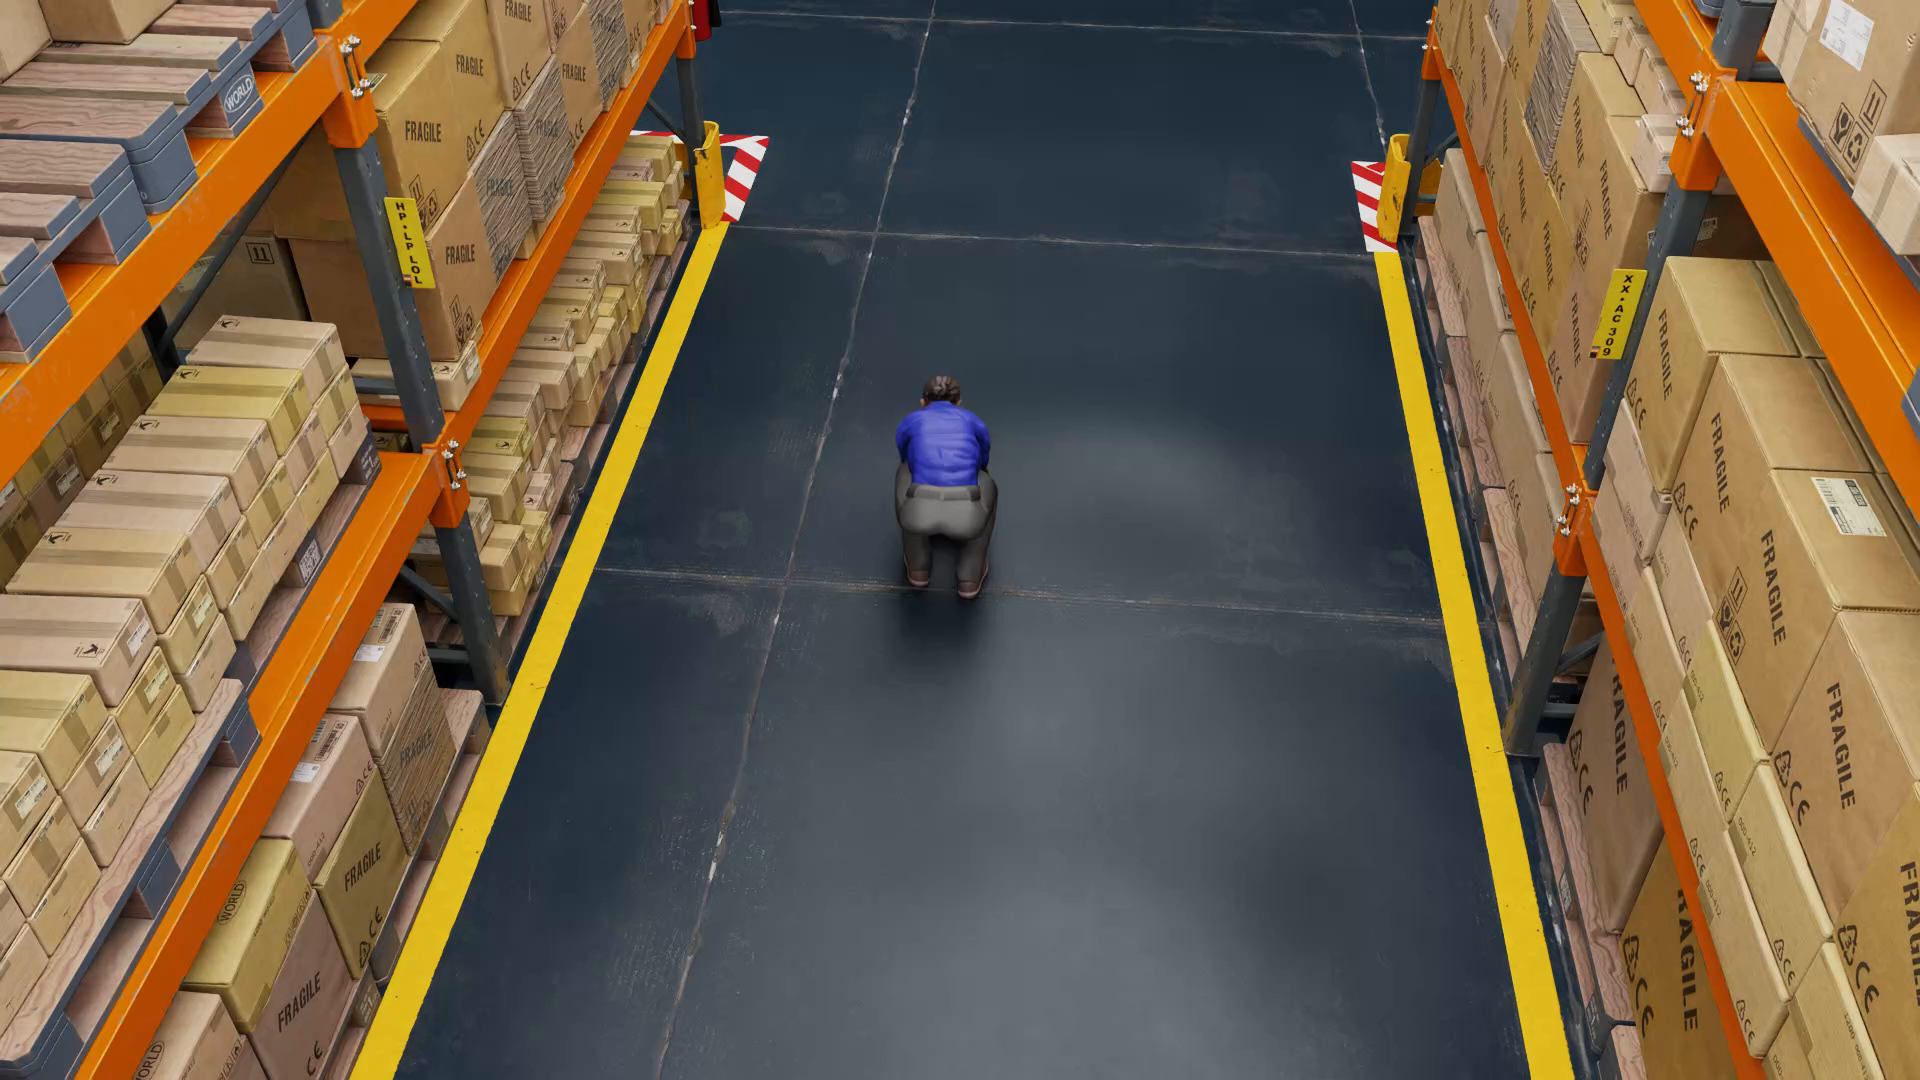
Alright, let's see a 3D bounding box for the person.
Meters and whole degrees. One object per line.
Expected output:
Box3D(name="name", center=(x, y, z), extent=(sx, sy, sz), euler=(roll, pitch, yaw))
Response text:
Box3D(name="person", center=(-0.061, -0.209, 7.139), extent=(0.447, 0.742, 0.862), euler=(2, 40, 3))
